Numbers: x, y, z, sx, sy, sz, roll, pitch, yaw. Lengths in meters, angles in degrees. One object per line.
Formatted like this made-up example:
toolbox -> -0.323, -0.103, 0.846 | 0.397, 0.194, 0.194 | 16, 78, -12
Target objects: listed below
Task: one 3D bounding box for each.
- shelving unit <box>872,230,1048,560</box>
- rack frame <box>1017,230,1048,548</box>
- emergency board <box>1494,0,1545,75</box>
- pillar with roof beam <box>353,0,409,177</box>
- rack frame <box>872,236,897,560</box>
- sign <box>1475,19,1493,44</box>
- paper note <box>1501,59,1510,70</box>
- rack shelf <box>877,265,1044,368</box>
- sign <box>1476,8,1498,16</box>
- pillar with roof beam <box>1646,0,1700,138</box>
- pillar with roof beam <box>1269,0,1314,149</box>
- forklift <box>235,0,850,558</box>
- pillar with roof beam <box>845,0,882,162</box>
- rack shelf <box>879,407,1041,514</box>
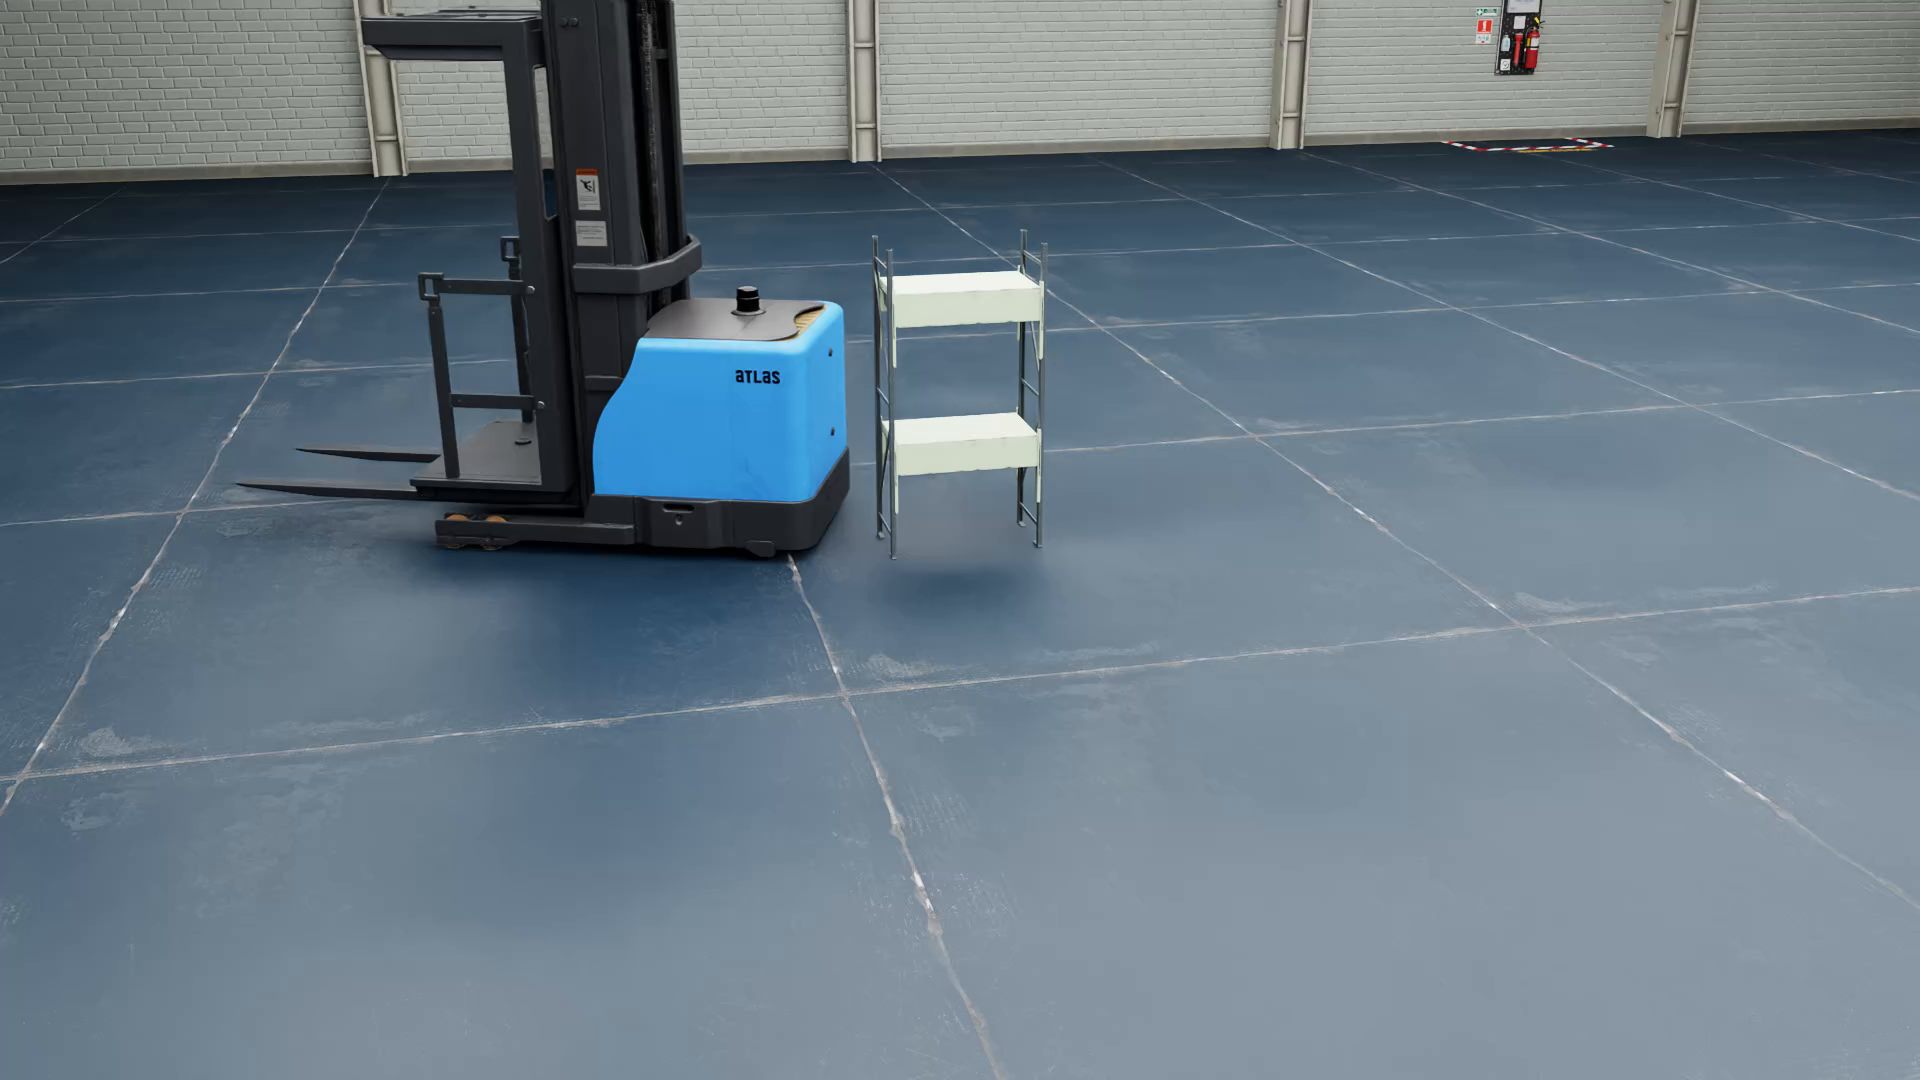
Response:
shelving unit -> -0.006, -0.704, 8.055 | 0.755, 1.500, 0.431 | -5, 21, -12
rack frame -> 0.350, -0.733, 8.134 | 0.023, 1.500, 0.400 | -5, 21, -12
emergency board -> 8.003, -7.212, 23.642 | 0.643, 1.169, 0.194 | -5, 21, -12
pillar with roof beam -> -6.110, -7.346, 15.286 | 0.400, 9.000, 9.100 | -5, 21, -12
rack frame -> -0.363, -0.675, 7.976 | 0.023, 1.500, 0.400 | -5, 21, -12
sign -> 7.441, -7.220, 23.611 | 0.234, 0.329, 0.001 | -5, 21, -12
paper note -> 7.815, -6.808, 23.818 | 0.142, 0.148, 0.016 | -5, 21, -12
rack shelf -> -0.006, -1.070, 7.921 | 0.720, 0.370, 0.431 | -5, 21, -12
sign -> 7.448, -7.466, 23.512 | 0.331, 0.109, 0.001 | -5, 21, -12
pillar with roof beam -> 11.407, -8.771, 19.175 | 0.400, 9.000, 9.100 | -5, 21, -12
pillar with roof beam -> 5.568, -8.296, 17.879 | 0.400, 9.000, 9.100 | -5, 21, -12
forklift -> -2.142, -1.501, 8.150 | 3.031, 2.935, 1.130 | 3, 20, 7
pillar with roof beam -> -0.271, -7.821, 16.583 | 0.400, 9.000, 9.100 | -5, 21, -12
rack shelf -> -0.006, -0.398, 8.167 | 0.720, 0.370, 0.431 | -5, 21, -12
